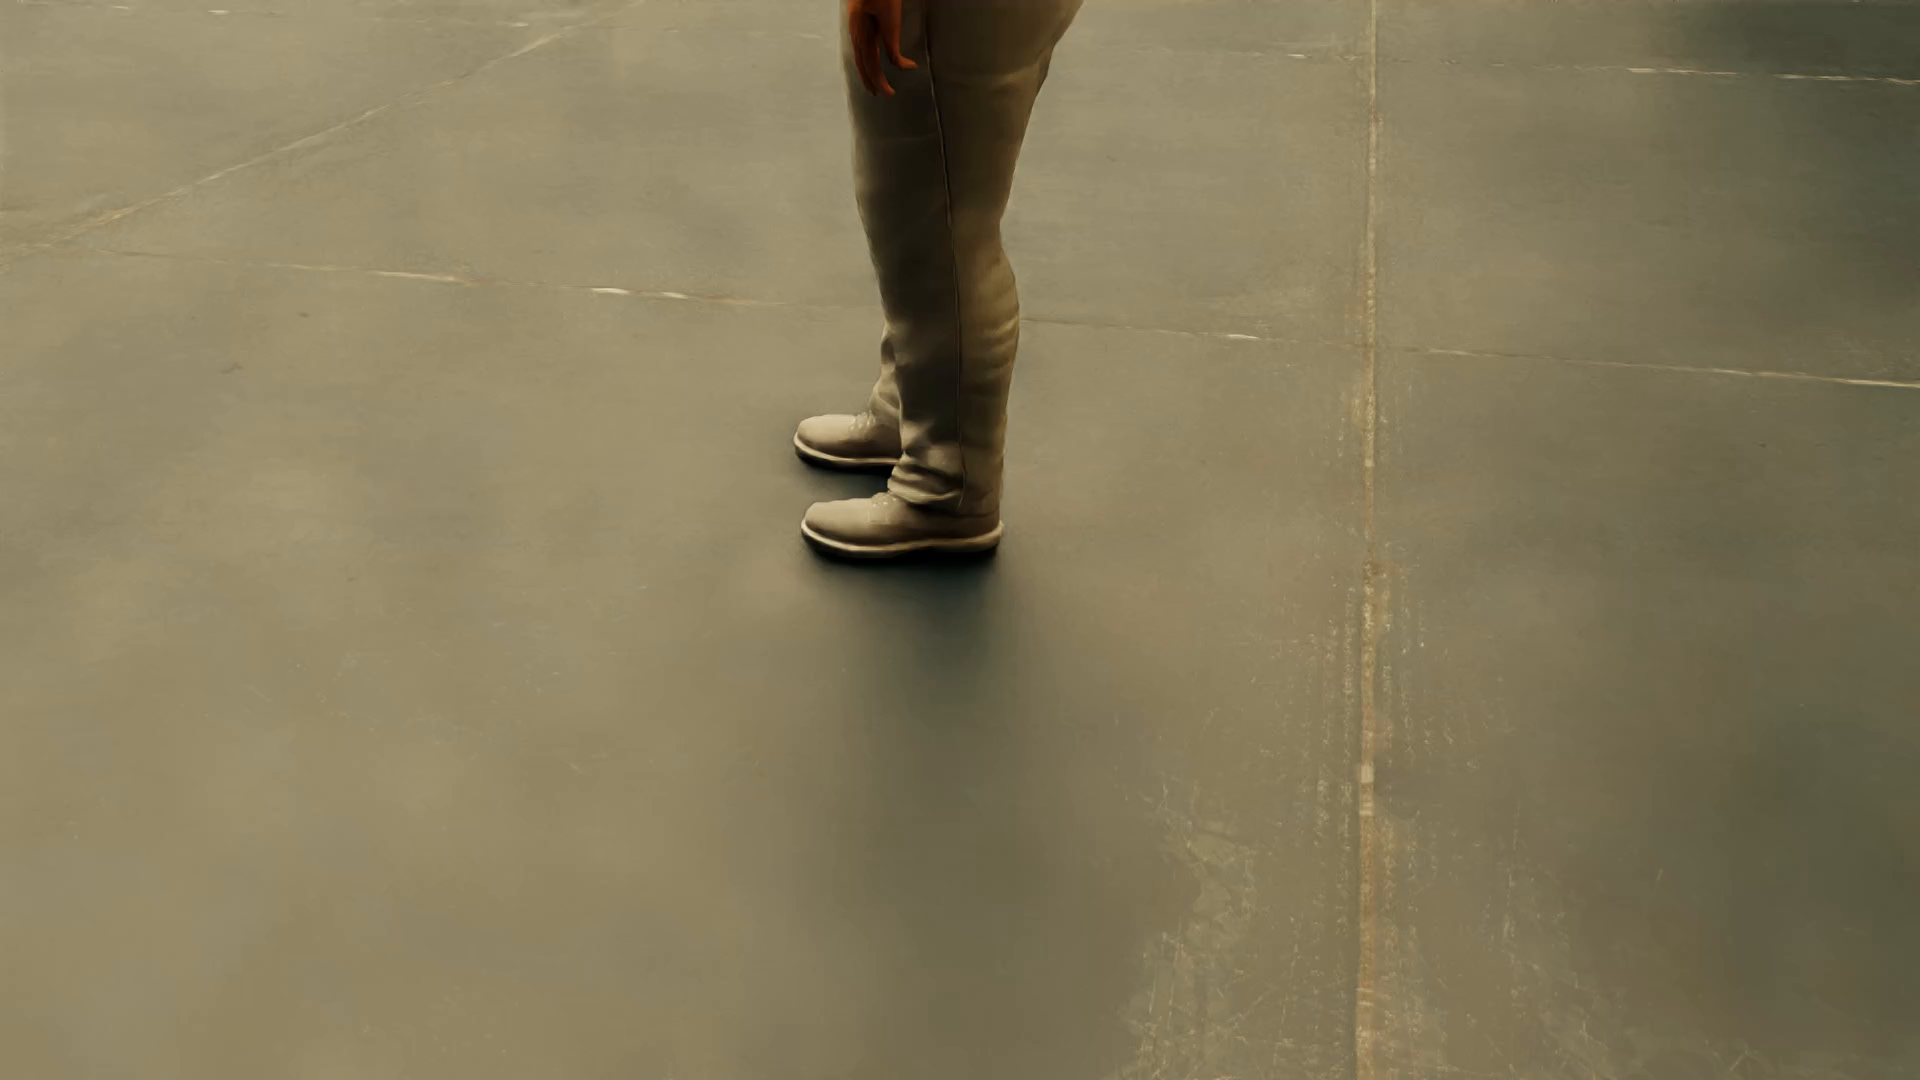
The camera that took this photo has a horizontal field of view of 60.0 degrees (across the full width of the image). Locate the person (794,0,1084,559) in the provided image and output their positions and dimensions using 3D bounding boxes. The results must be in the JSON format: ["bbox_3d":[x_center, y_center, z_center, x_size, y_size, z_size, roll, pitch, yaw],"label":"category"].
[{"bbox_3d":[-0.070,-0.768,2.156,0.529,1.669,0.598,6,27,11],"label":"person"}]
